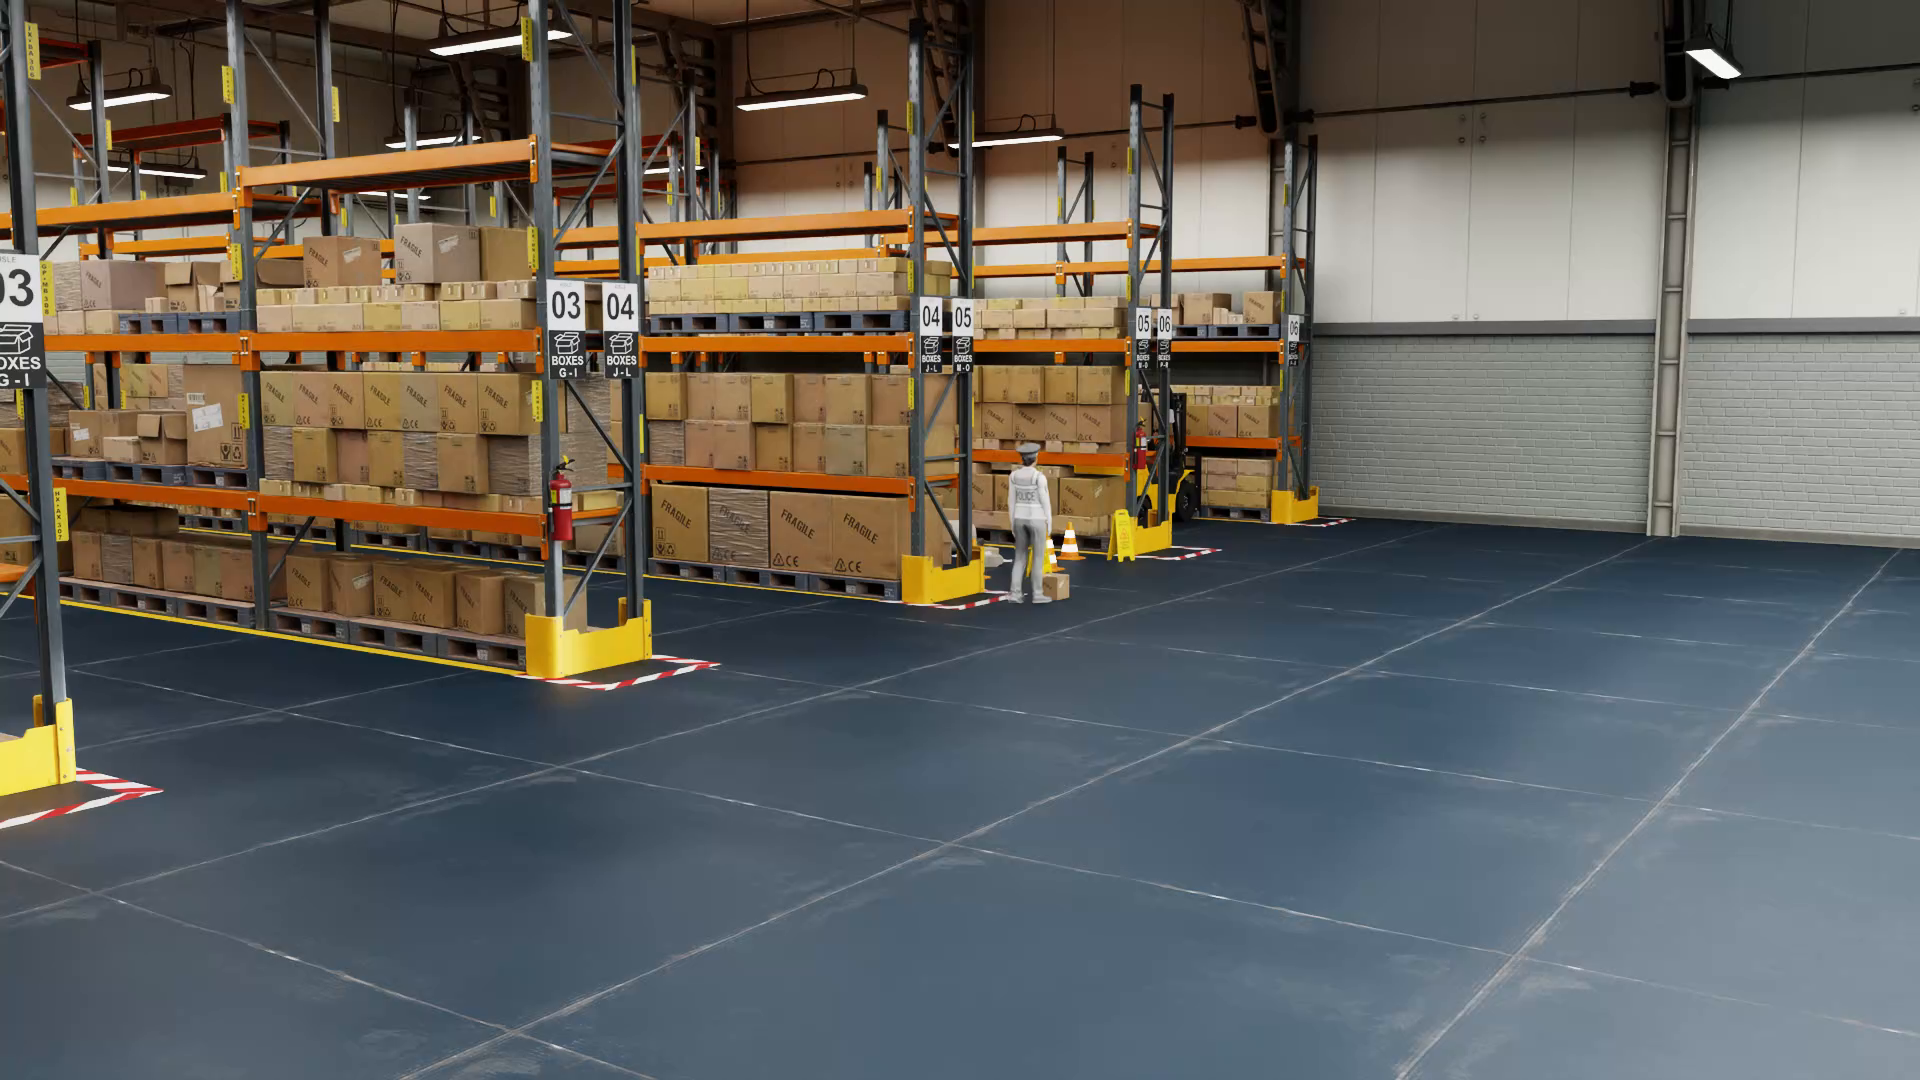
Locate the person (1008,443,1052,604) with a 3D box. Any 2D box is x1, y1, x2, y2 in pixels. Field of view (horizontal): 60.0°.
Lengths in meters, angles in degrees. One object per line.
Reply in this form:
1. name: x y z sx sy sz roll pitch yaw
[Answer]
1. person: 0.744 -0.143 17.425 0.481 1.747 0.388 4 8 35
